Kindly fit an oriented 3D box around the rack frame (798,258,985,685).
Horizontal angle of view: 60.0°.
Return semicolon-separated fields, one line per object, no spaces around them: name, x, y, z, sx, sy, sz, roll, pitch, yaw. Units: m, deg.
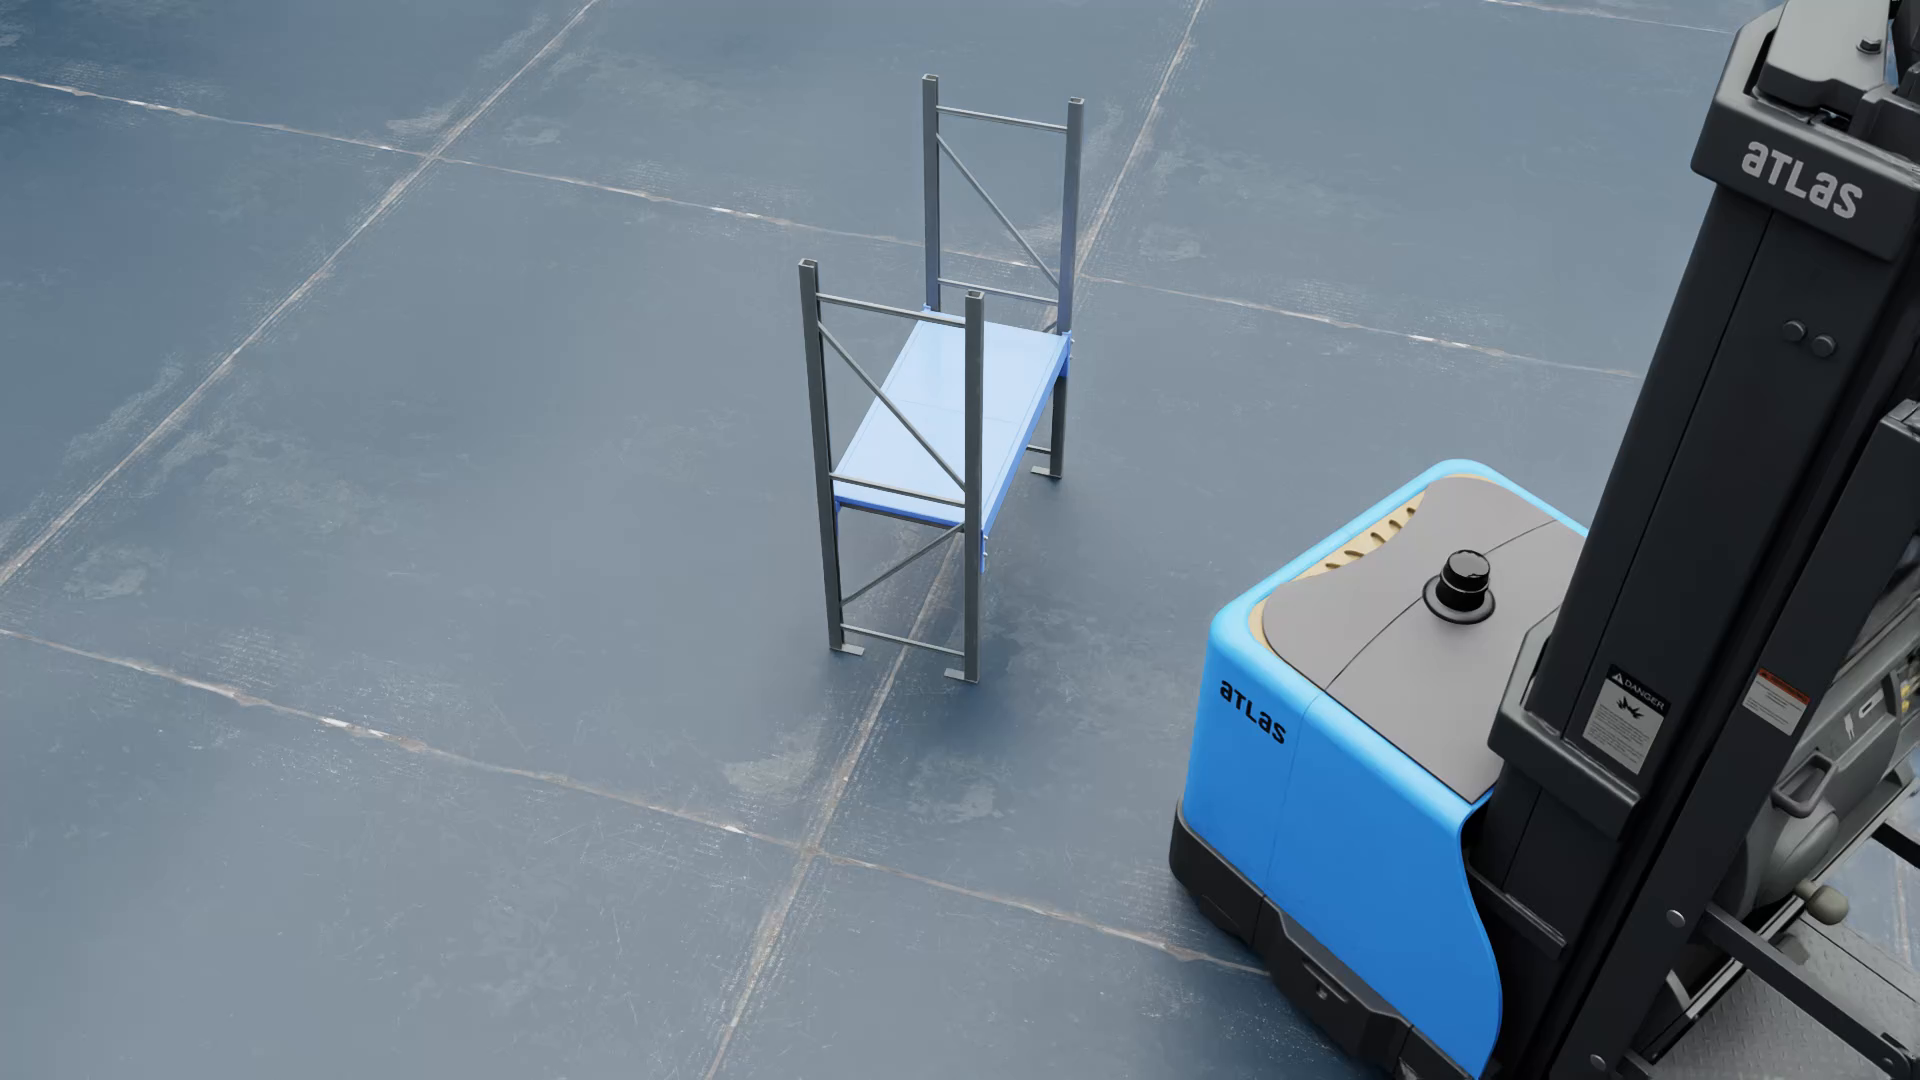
rack frame;-0.180;-0.140;4.821;0.500;1.500;0.032;13;46;12

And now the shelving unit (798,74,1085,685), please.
shelving unit;-0.026;-0.479;5.167;0.538;1.500;1.048;13;46;12

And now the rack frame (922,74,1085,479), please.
rack frame;0.128;-0.818;5.514;0.500;1.500;0.032;13;46;12

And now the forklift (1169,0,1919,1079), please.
forklift;1.922;0.484;3.160;1.130;2.935;3.031;-30;52;-27

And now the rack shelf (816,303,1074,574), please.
rack shelf;-0.026;-0.351;5.293;0.538;0.185;1.000;13;46;12
